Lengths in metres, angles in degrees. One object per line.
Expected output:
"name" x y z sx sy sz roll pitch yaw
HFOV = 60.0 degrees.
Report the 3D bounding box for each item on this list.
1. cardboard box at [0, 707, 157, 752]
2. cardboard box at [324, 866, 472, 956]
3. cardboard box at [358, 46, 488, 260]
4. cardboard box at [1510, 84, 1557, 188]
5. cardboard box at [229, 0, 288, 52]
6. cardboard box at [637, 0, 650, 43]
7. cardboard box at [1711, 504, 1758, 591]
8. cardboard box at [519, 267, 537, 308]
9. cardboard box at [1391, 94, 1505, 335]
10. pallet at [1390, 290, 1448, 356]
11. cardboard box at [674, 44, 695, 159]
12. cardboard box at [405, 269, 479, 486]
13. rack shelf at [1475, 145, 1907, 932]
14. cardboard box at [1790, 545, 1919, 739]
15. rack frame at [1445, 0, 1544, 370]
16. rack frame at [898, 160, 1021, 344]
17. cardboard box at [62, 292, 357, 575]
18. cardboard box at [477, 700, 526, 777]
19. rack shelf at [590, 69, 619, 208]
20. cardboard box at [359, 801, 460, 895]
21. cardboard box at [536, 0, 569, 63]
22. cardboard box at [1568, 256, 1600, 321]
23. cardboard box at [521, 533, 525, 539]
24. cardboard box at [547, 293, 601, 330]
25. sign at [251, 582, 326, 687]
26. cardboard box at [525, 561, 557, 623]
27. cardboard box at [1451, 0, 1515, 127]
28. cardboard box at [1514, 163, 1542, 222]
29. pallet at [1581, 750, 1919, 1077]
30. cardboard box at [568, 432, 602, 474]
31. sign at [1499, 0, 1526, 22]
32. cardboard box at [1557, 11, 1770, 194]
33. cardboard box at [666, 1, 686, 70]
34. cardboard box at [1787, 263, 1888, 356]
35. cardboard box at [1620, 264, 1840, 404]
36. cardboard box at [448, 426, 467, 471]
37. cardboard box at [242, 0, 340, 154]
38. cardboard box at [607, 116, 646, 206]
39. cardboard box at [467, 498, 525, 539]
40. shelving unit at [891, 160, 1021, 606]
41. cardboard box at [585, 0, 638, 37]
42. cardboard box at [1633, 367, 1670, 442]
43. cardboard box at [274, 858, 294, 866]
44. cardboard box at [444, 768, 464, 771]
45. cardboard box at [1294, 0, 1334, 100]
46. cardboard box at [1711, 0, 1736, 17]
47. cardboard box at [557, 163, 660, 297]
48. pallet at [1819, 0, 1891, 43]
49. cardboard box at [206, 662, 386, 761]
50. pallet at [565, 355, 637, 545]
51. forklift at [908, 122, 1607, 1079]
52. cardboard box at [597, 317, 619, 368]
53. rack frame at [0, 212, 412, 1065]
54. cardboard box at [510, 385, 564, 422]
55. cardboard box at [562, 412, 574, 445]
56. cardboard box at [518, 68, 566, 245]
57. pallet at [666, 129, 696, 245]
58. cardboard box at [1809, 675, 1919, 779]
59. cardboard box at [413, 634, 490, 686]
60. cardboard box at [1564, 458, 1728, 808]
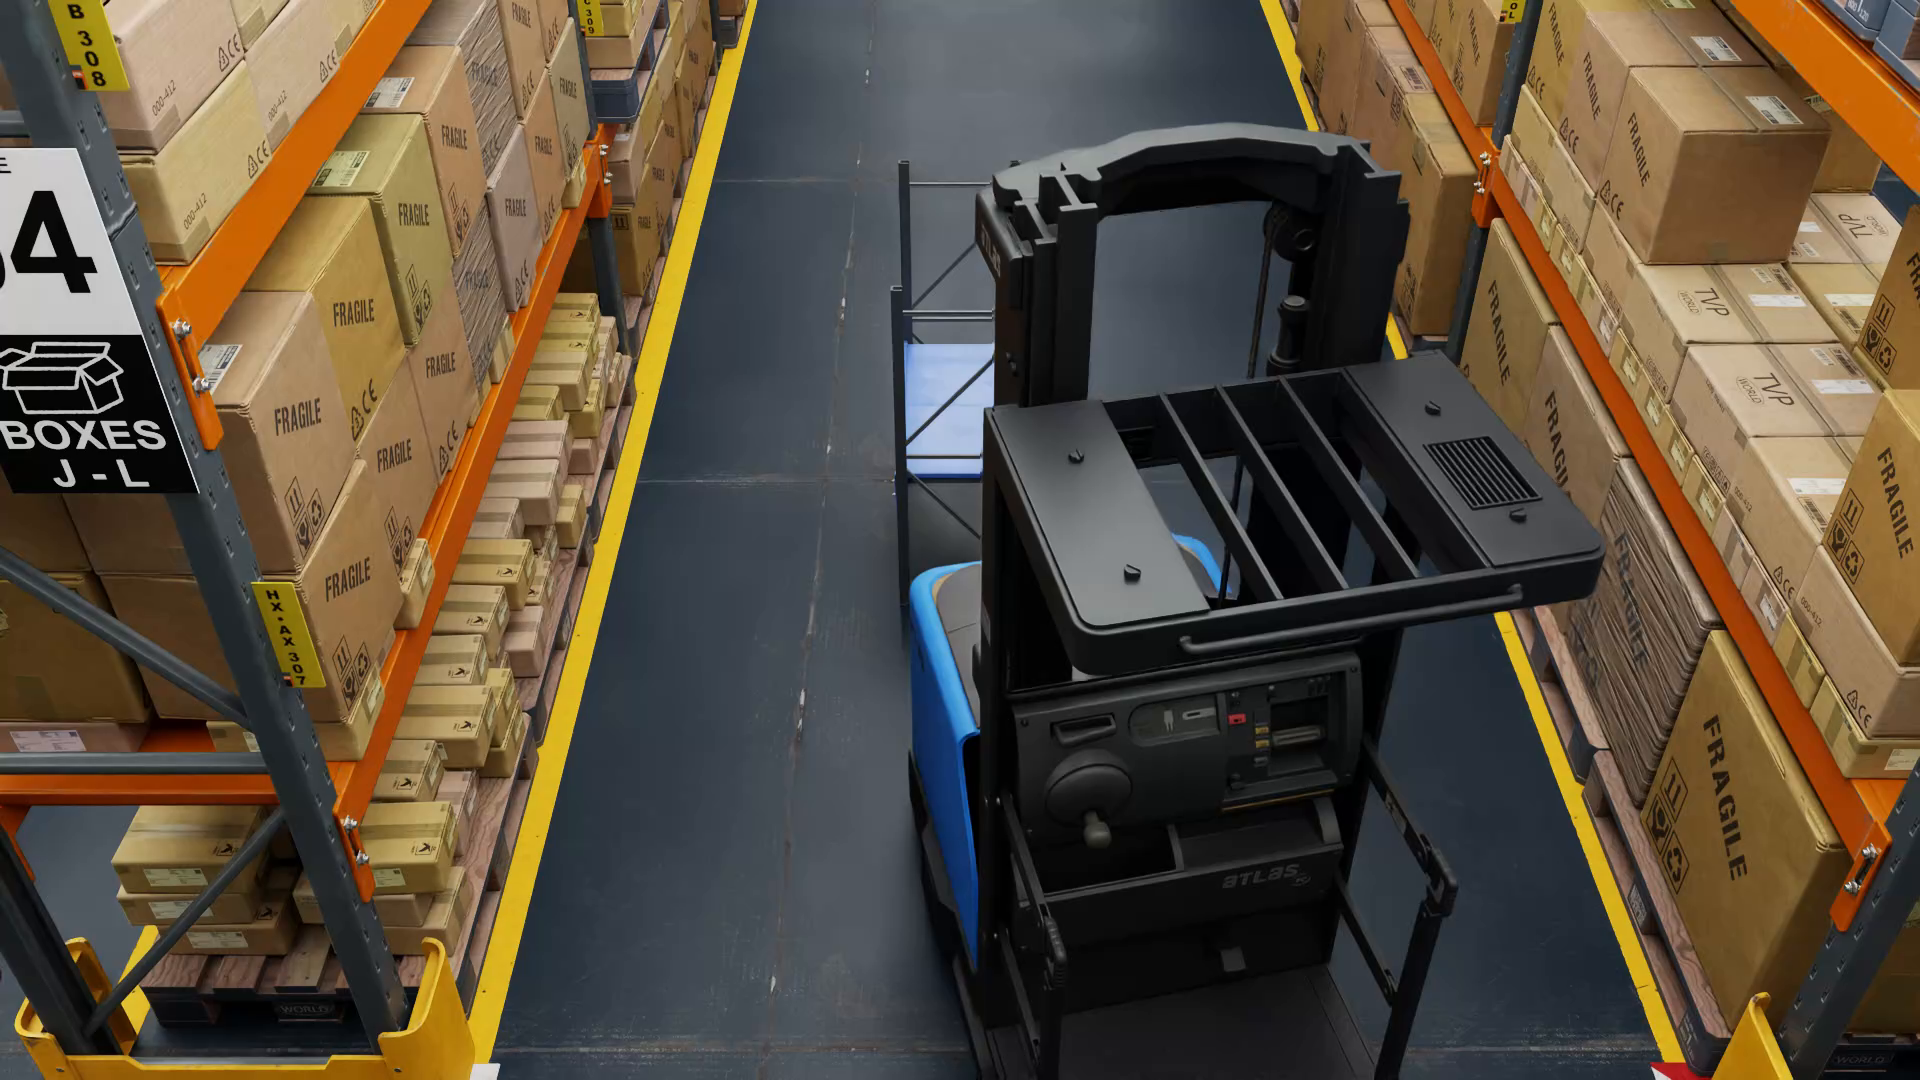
"cardboard box" -2.393 0.457 4.482 0.380 0.149 0.250 0 39 0
"cardboard box" -1.791 1.183 5.319 0.380 0.149 0.250 1 39 1
"cardboard box" -1.834 -1.223 5.260 0.500 0.500 0.500 -1 39 -1
"cardboard box" 2.584 -1.643 6.783 0.500 0.250 0.500 -1 39 -1
"cardboard box" -1.852 -1.346 3.852 0.500 0.250 0.500 0 39 -1
"cardboard box" -1.661 -2.425 7.742 0.380 0.149 0.250 1 39 1
"cardboard box" 2.520 0.021 5.025 0.380 0.149 0.250 1 39 1
"cardboard box" -1.825 -1.003 6.304 0.380 0.149 0.250 -2 39 -2
"cardboard box" 2.825 -1.614 8.229 1.225 0.875 0.875 0 39 0
"pallet" 2.769 -1.273 8.670 1.003 0.211 1.213 0 39 0
"cardboard box" -1.843 -2.562 9.711 0.500 0.500 0.500 -2 39 -2
"cardboard box" -1.848 -0.514 5.175 0.500 0.500 0.500 0 39 1
"rack shelf" 2.848 -0.348 5.861 1.077 0.370 4.000 0 39 0
"cardboard box" 2.584 0.262 4.407 0.500 0.250 0.500 -1 39 -1
"rack frame" 2.845 -1.879 7.196 1.000 3.000 0.127 0 39 0
"rack frame" -0.001 -0.956 7.244 0.500 1.500 0.032 0 39 0
"cardboard box" -1.845 -0.264 4.063 0.500 0.500 0.500 0 39 0
"cardboard box" -1.771 0.704 5.916 0.380 0.149 0.250 0 39 1
"rack shelf" -2.117 -2.909 9.056 1.077 0.370 4.000 0 39 0
"cardboard box" -1.771 0.951 5.133 0.380 0.149 0.250 -2 39 -2
"cardboard box" -1.844 -2.190 6.467 0.500 0.500 0.500 -1 39 -2
"cardboard box" 2.517 -0.942 6.228 0.380 0.149 0.250 -1 39 -1
"cardboard box" -1.906 0.078 6.460 0.380 0.149 0.250 2 39 2
"cardboard box" -1.854 -1.000 7.567 0.380 0.149 0.250 1 39 1
"sign" -1.567 0.224 3.879 0.100 0.325 0.005 0 39 0
"cardboard box" -1.806 0.216 6.526 0.380 0.149 0.250 0 39 0
"cardboard box" 2.572 -2.210 7.530 0.500 0.500 0.500 0 39 0
"cardboard box" 2.513 -1.432 6.839 0.380 0.149 0.250 -1 39 -2
"pallet" 2.771 1.210 5.571 1.003 0.211 1.213 0 39 0
"cardboard box" -1.792 -0.417 7.316 0.380 0.149 0.250 -1 39 -2
"sign" 2.303 -2.294 6.851 0.100 0.325 0.005 0 39 0
"cardboard box" 2.583 -1.622 6.157 0.500 0.500 0.500 0 39 0
"cardboard box" -1.860 -2.860 9.484 0.500 0.250 0.500 1 39 1
"cardboard box" 3.109 -0.701 5.608 0.500 0.250 0.500 -1 39 -1
"cardboard box" 2.579 -0.699 5.606 0.500 0.250 0.500 0 39 0
"cardboard box" -1.856 -0.356 5.496 0.380 0.149 0.250 -1 39 -1
"cardboard box" -1.851 -1.160 4.020 0.500 0.250 0.500 1 39 1
"cardboard box" -1.851 -1.882 8.263 0.500 0.250 0.500 -2 39 -2
"cardboard box" -1.888 -0.029 6.356 0.380 0.149 0.250 0 39 0
"shelving unit" 0.000 -0.639 6.848 0.538 1.500 1.048 0 39 0
"cardboard box" -1.655 -2.367 7.433 0.380 0.149 0.250 1 39 1
"cardboard box" 2.519 -0.458 5.624 0.380 0.149 0.250 1 39 1
"cardboard box" -2.421 1.021 5.521 0.380 0.149 0.250 1 39 1
"cardboard box" -1.887 0.743 5.630 0.380 0.149 0.250 0 39 1
"cardboard box" 2.821 -3.284 10.312 1.225 0.875 0.875 -2 39 -2
"cardboard box" 3.113 -1.942 6.557 0.500 0.500 0.500 1 39 1
"cardboard box" -1.850 -1.590 8.498 0.500 0.500 0.500 1 39 2
"pallet" 2.834 -1.742 4.698 1.003 0.211 1.213 0 39 0
"cardboard box" -1.783 0.458 4.481 0.380 0.149 0.250 0 39 0
"pallet" -2.079 -0.431 7.619 1.003 0.211 1.213 0 39 0
"forklift" 0.647 0.622 4.130 1.130 2.935 3.031 -8 39 -10
"cardboard box" -1.796 -0.909 7.692 0.380 0.149 0.250 1 39 1
"rack frame" -2.110 0.563 4.149 1.000 3.000 0.127 0 39 0
"cardboard box" -1.884 -0.522 6.971 0.380 0.149 0.250 1 39 1
"cardboard box" -1.864 -0.416 7.076 0.380 0.149 0.250 0 39 0
"cardboard box" -1.832 -1.467 6.364 0.500 0.500 0.500 -1 39 -1
"pallet" -2.121 -2.102 9.705 1.003 0.211 1.213 0 39 0
"cardboard box" 2.520 0.498 4.431 0.380 0.149 0.250 1 39 1
"cardboard box" -1.847 0.466 5.738 0.380 0.149 0.250 -2 39 -2
"cardboard box" 2.768 0.318 5.817 0.875 0.875 0.875 0 39 0
